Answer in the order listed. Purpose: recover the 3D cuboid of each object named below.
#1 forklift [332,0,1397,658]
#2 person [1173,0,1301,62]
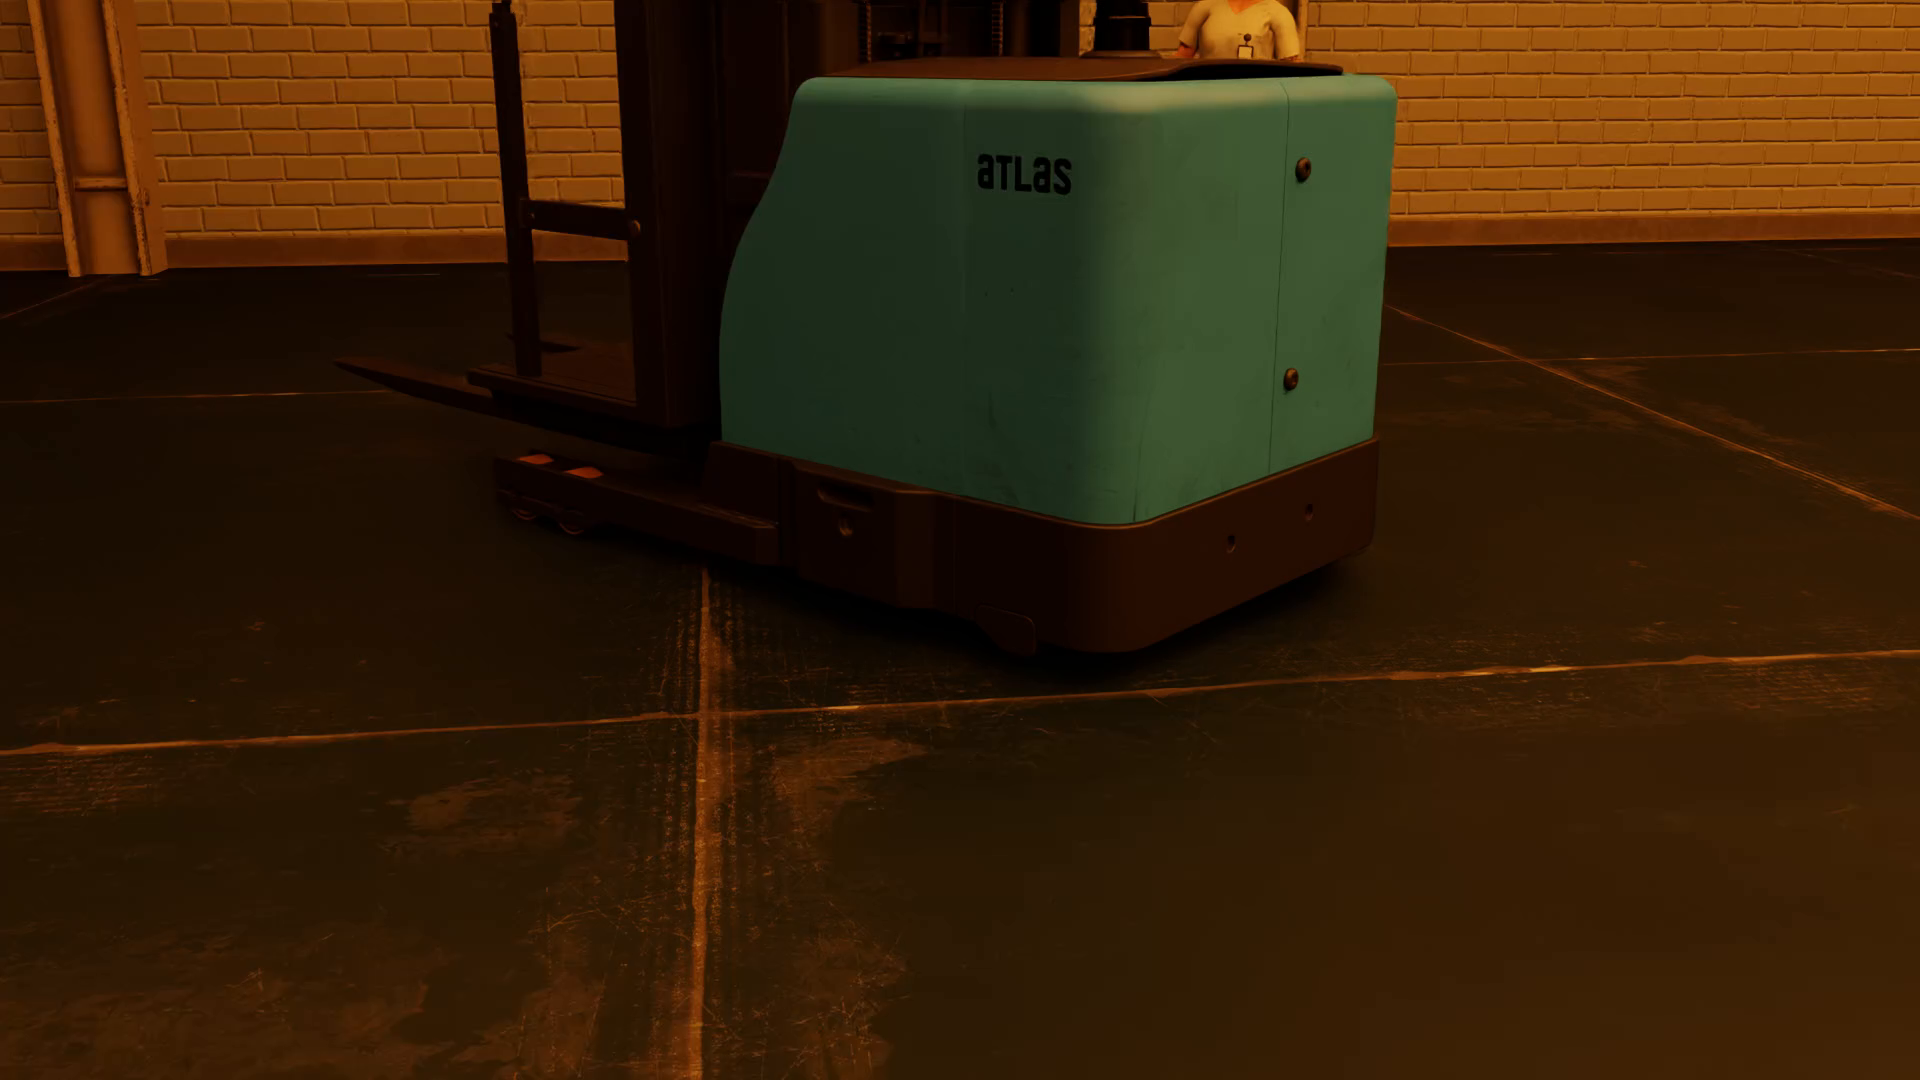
[{"bbox_3d":[-0.522,-1.515,3.914,3.031,2.935,1.130,14,22,39],"label":"forklift"},{"bbox_3d":[1.169,-1.803,7.198,0.799,1.597,0.477,8,18,24],"label":"person"}]
